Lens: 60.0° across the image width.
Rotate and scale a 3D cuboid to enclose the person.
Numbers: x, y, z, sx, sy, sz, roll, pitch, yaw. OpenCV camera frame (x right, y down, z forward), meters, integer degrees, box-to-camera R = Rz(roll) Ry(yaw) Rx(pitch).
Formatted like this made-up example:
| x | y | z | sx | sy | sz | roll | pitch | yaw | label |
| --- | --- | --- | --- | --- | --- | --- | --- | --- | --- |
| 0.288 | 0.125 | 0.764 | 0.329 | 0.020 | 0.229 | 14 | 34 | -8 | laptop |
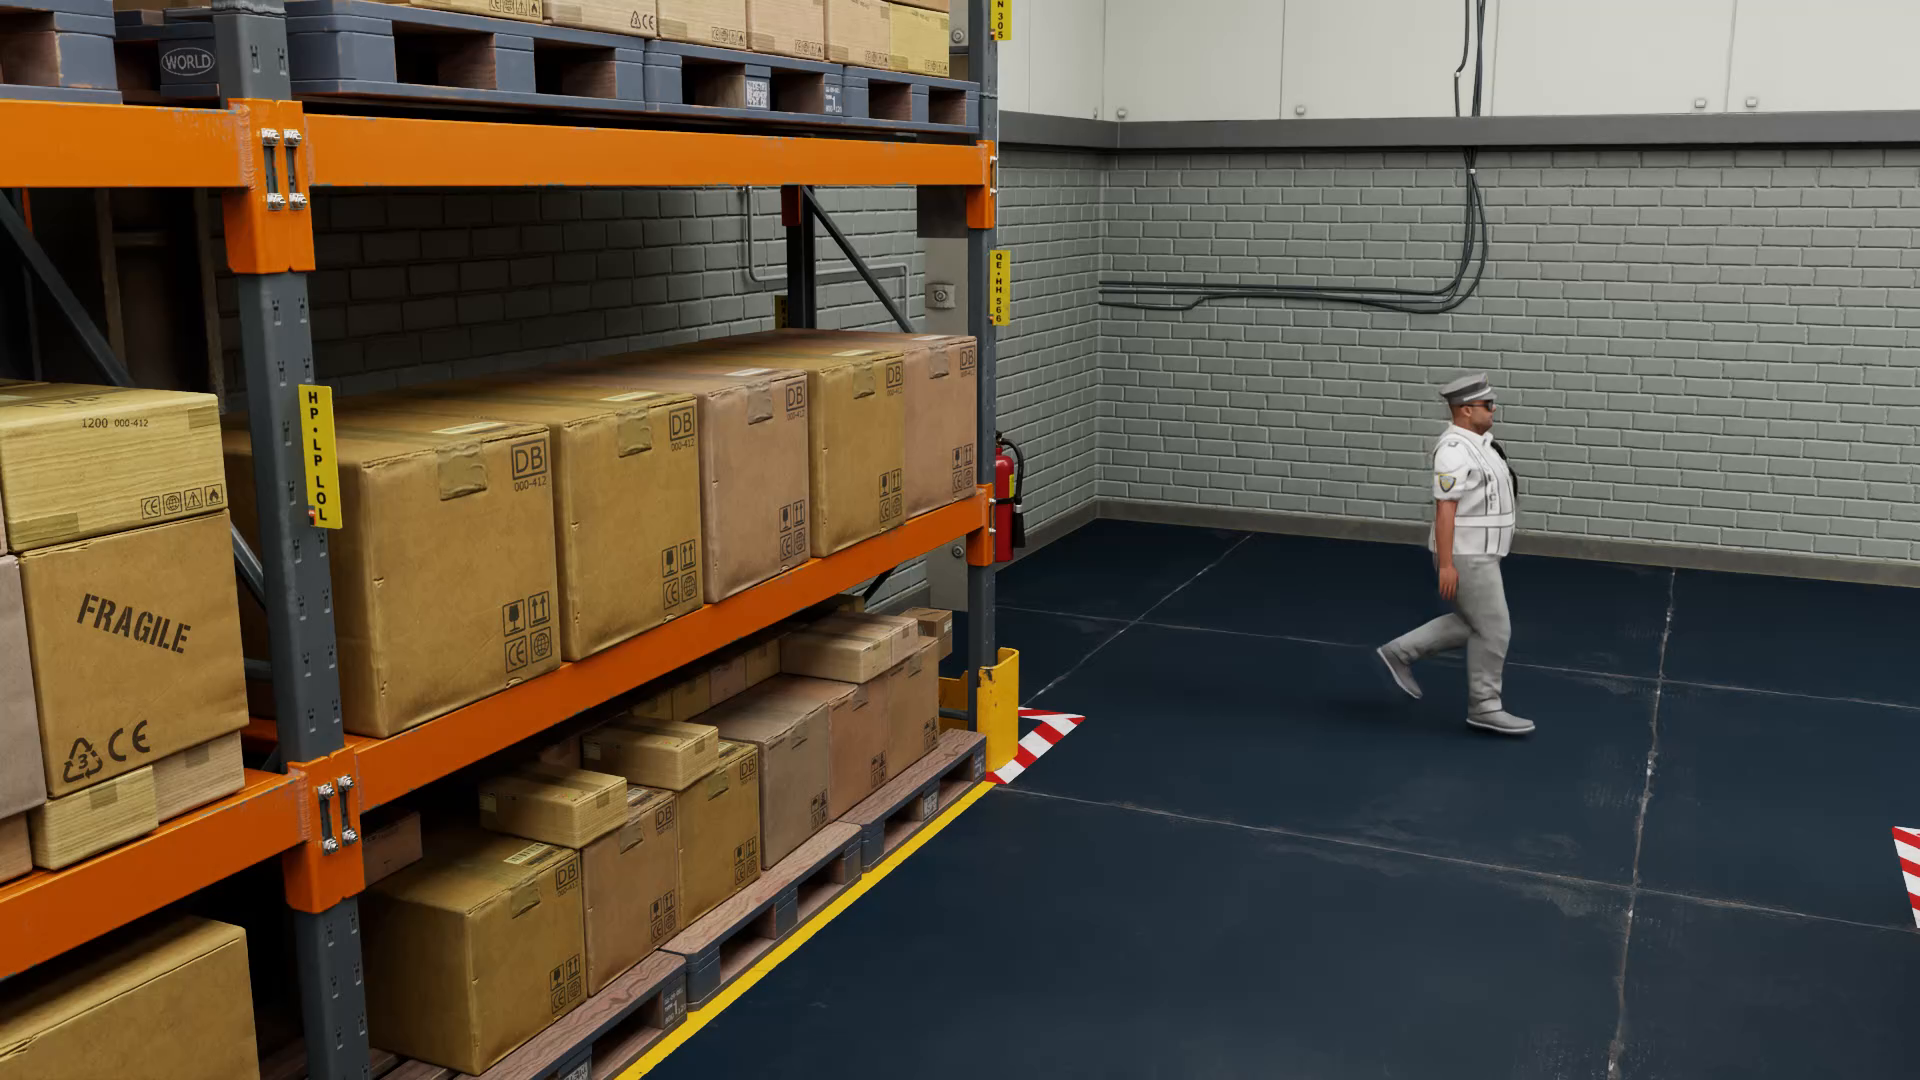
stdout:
| x | y | z | sx | sy | sz | roll | pitch | yaw | label |
| --- | --- | --- | --- | --- | --- | --- | --- | --- | --- |
| 2.466 | 0.037 | 8.159 | 0.823 | 1.742 | 0.544 | 6 | 14 | 26 | person |
